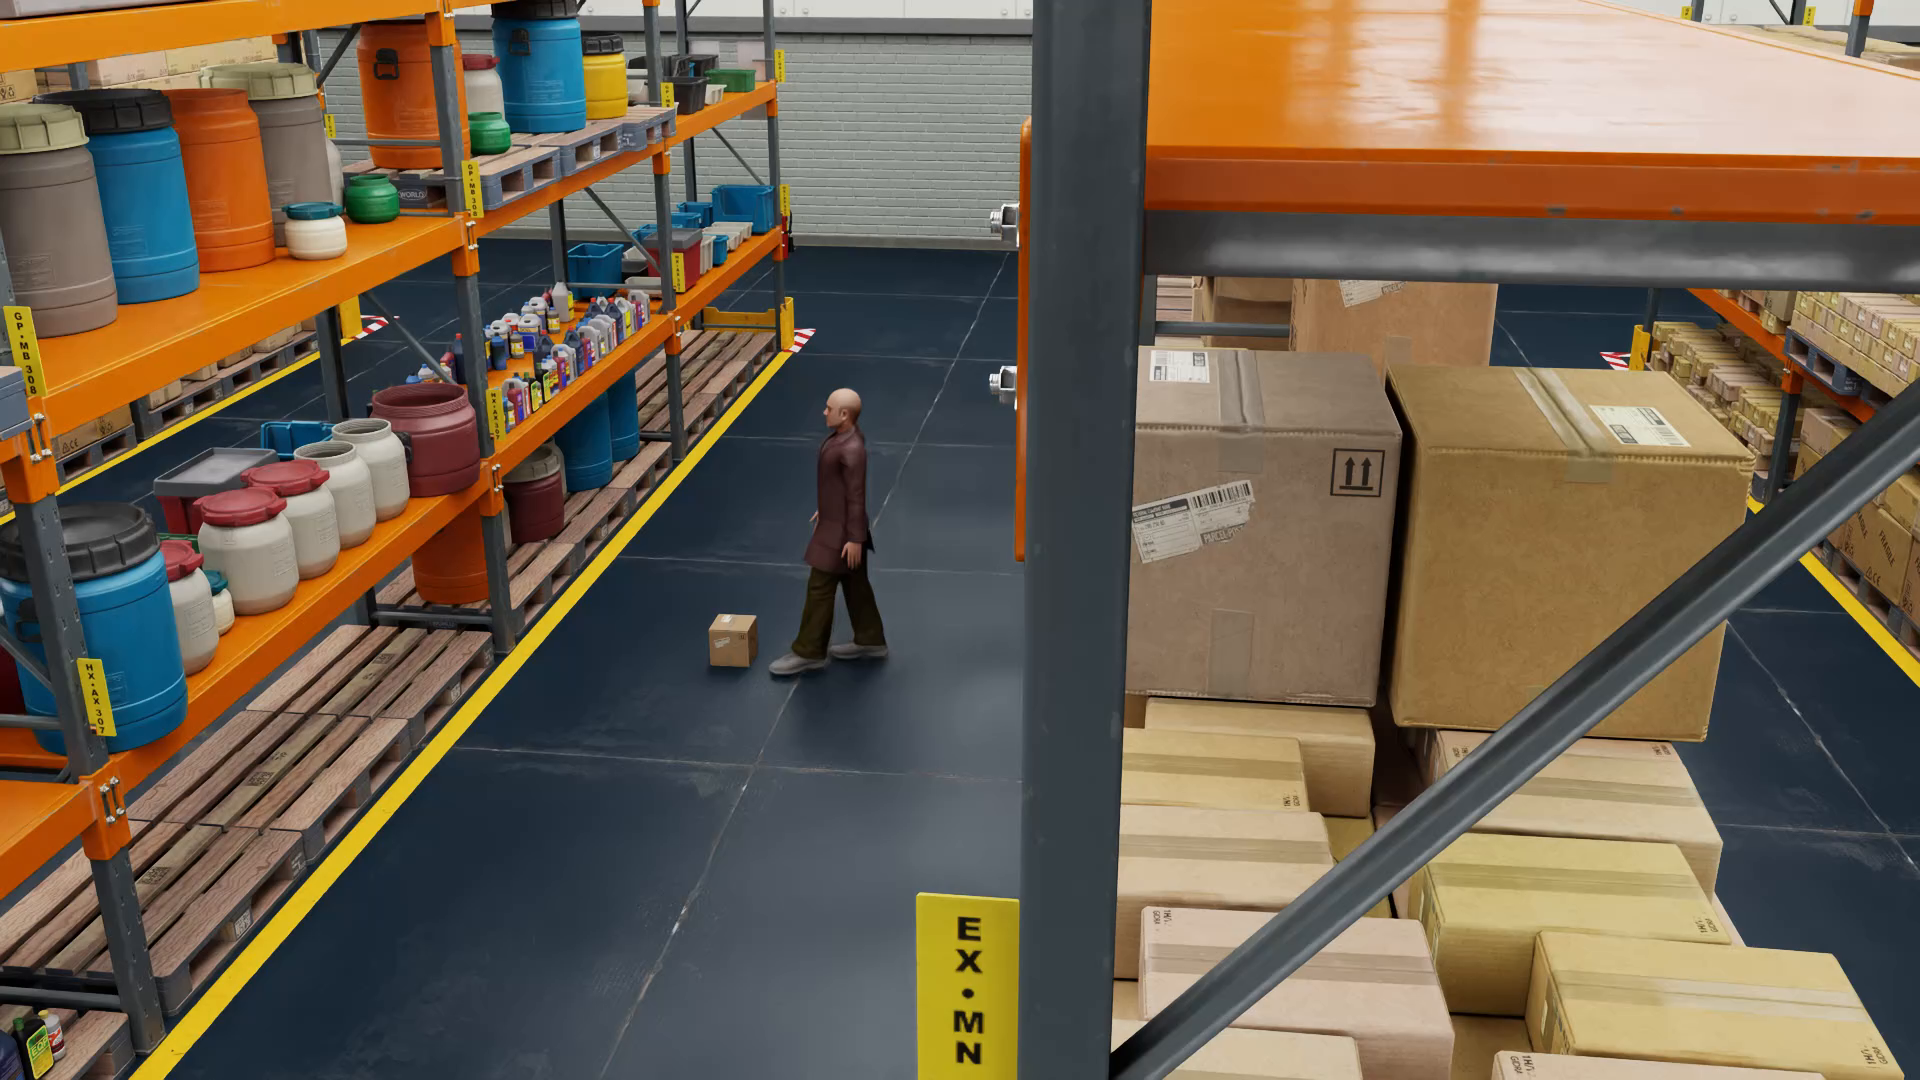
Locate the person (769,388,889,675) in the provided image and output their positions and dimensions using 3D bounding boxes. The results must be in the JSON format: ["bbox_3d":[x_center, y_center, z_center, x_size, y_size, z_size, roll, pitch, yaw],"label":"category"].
[{"bbox_3d":[-0.824,-0.075,10.263,0.742,1.773,0.614,0,21,-1],"label":"person"}]
